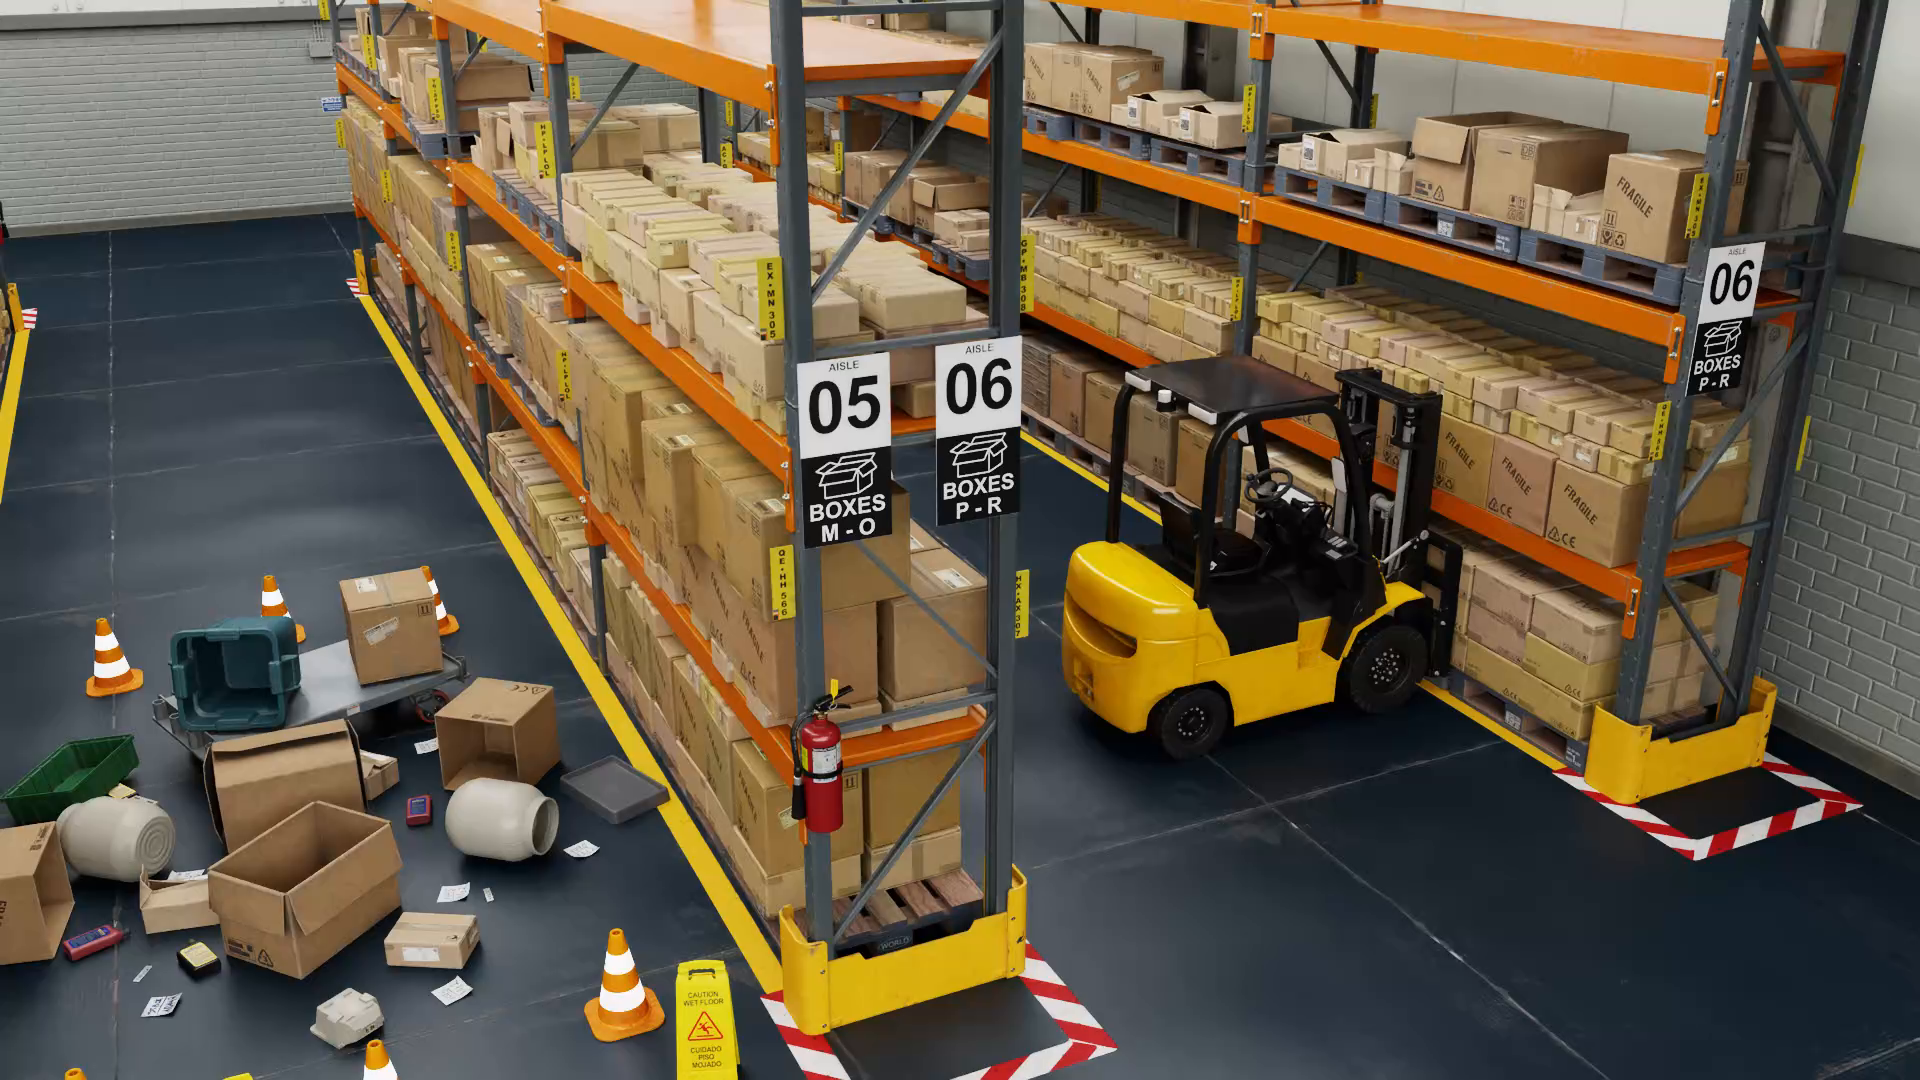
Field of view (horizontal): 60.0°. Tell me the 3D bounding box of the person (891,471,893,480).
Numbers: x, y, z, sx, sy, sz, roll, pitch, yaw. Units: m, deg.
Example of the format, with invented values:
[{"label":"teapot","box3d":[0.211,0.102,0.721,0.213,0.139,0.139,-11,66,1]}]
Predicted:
[{"label":"person","box3d":[-0.741,-0.332,11.815,0.505,1.763,0.558,-10,24,-24]}]
